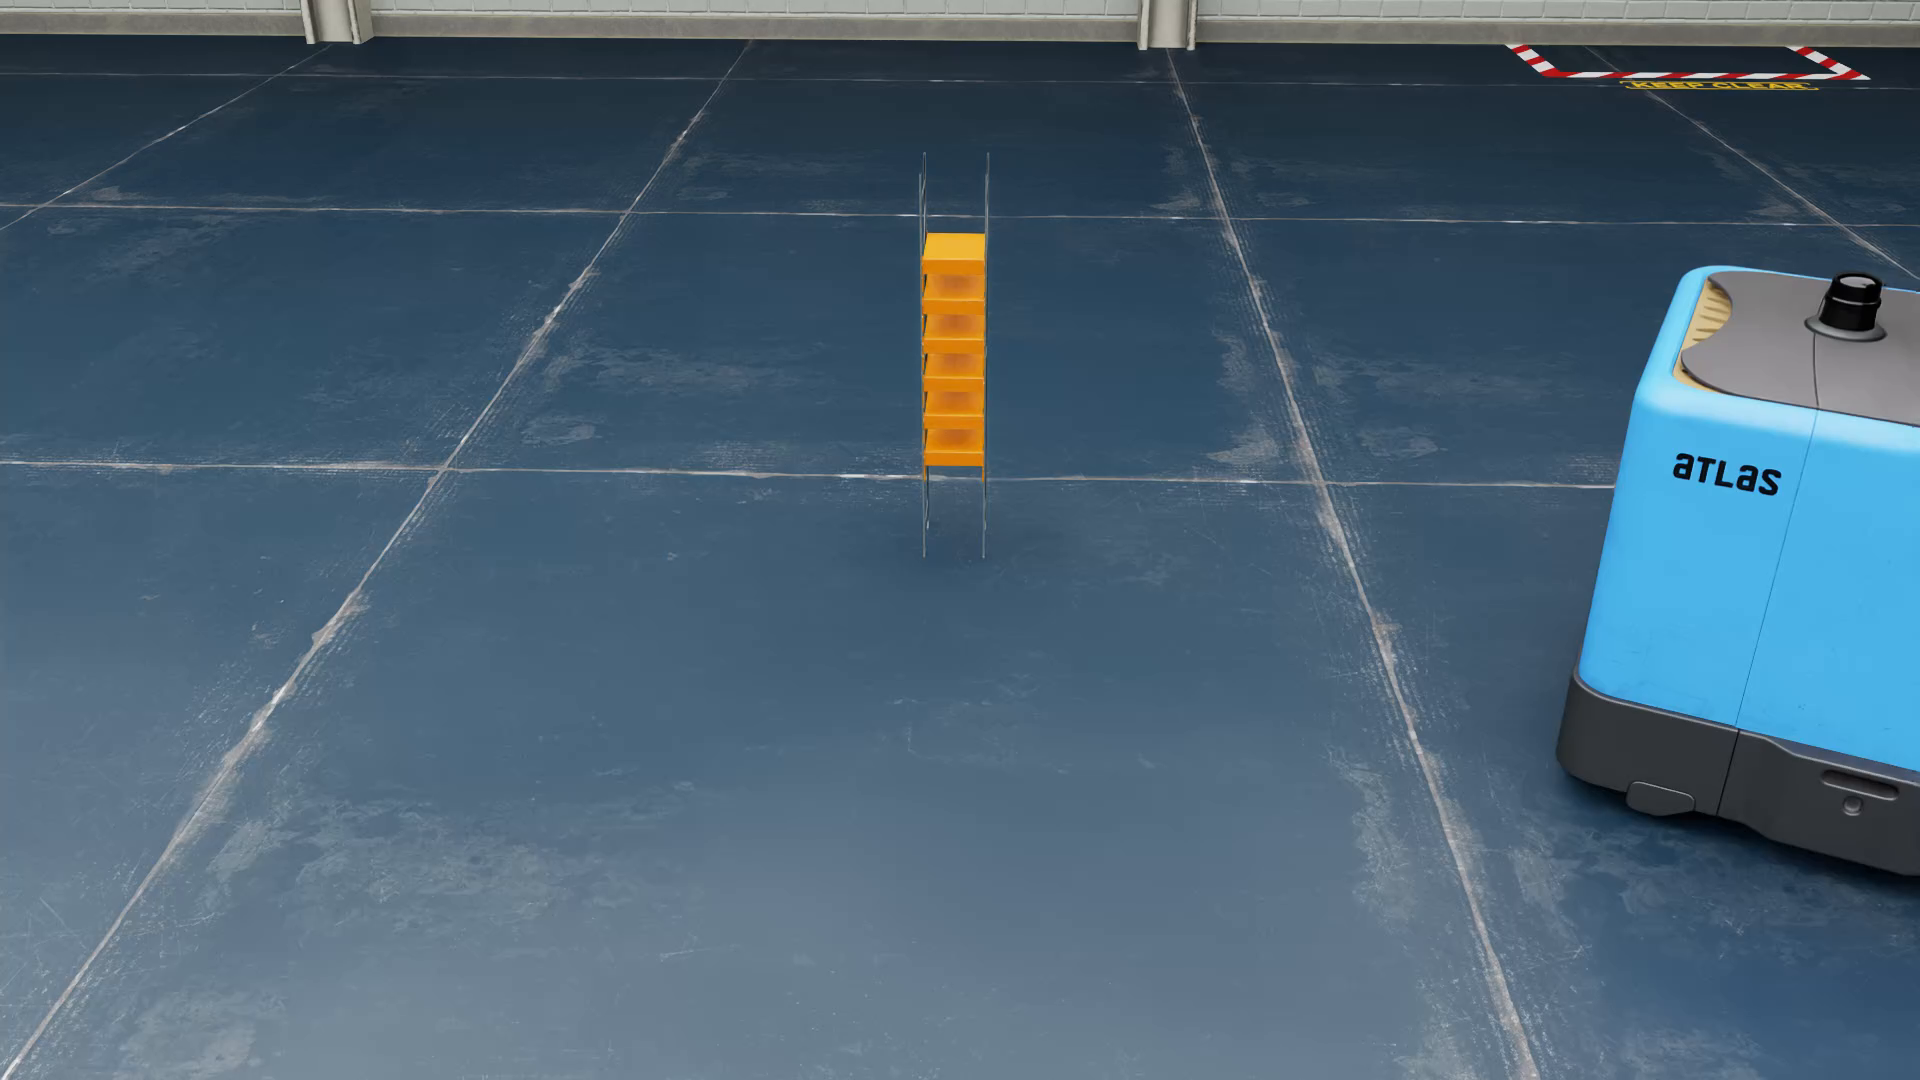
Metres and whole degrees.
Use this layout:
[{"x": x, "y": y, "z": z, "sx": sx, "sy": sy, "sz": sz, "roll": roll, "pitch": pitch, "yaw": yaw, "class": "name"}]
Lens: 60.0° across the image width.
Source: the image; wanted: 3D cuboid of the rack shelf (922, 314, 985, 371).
[{"x": -0.014, "y": -0.597, "z": 4.934, "sx": 0.180, "sy": 0.103, "sz": 0.258, "roll": 1, "pitch": 28, "yaw": 2, "class": "rack shelf"}]

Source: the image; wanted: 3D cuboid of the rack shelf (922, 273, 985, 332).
[{"x": -0.014, "y": -0.703, "z": 4.878, "sx": 0.180, "sy": 0.103, "sz": 0.258, "roll": 1, "pitch": 28, "yaw": 2, "class": "rack shelf"}]

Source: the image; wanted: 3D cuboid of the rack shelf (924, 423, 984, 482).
[{"x": -0.014, "y": -0.279, "z": 5.103, "sx": 0.180, "sy": 0.103, "sz": 0.258, "roll": 1, "pitch": 28, "yaw": 2, "class": "rack shelf"}]

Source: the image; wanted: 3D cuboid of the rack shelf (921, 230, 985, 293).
[{"x": -0.014, "y": -0.809, "z": 4.822, "sx": 0.180, "sy": 0.103, "sz": 0.258, "roll": 1, "pitch": 28, "yaw": 2, "class": "rack shelf"}]

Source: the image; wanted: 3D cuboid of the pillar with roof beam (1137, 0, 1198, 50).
[{"x": 1.326, "y": -5.517, "z": 6.050, "sx": 0.400, "sy": 9.000, "sz": 9.100, "roll": 1, "pitch": 28, "yaw": 2, "class": "pillar with roof beam"}]

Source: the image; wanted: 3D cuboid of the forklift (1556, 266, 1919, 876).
[{"x": 3.014, "y": -0.561, "z": 3.178, "sx": 3.031, "sy": 2.935, "sz": 1.130, "roll": 14, "pitch": 31, "yaw": 24, "class": "forklift"}]

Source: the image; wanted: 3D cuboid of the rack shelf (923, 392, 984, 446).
[{"x": -0.014, "y": -0.385, "z": 5.046, "sx": 0.180, "sy": 0.103, "sz": 0.258, "roll": 1, "pitch": 28, "yaw": 2, "class": "rack shelf"}]

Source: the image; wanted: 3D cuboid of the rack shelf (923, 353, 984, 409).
[{"x": -0.014, "y": -0.491, "z": 4.990, "sx": 0.180, "sy": 0.103, "sz": 0.258, "roll": 1, "pitch": 28, "yaw": 2, "class": "rack shelf"}]

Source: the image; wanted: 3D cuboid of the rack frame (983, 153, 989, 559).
[{"x": 0.077, "y": -0.529, "z": 4.967, "sx": 0.006, "sy": 1.200, "sz": 0.240, "roll": 1, "pitch": 28, "yaw": 2, "class": "rack frame"}]

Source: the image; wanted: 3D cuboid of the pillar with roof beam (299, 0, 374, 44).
[{"x": -4.671, "y": -5.616, "z": 6.237, "sx": 0.400, "sy": 9.000, "sz": 9.100, "roll": 1, "pitch": 28, "yaw": 2, "class": "pillar with roof beam"}]

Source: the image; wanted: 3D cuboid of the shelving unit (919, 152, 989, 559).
[{"x": -0.014, "y": -0.530, "z": 4.969, "sx": 0.189, "sy": 1.200, "sz": 0.258, "roll": 1, "pitch": 28, "yaw": 2, "class": "shelving unit"}]

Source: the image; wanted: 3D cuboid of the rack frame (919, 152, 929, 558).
[{"x": -0.106, "y": -0.532, "z": 4.972, "sx": 0.006, "sy": 1.200, "sz": 0.240, "roll": 1, "pitch": 28, "yaw": 2, "class": "rack frame"}]
